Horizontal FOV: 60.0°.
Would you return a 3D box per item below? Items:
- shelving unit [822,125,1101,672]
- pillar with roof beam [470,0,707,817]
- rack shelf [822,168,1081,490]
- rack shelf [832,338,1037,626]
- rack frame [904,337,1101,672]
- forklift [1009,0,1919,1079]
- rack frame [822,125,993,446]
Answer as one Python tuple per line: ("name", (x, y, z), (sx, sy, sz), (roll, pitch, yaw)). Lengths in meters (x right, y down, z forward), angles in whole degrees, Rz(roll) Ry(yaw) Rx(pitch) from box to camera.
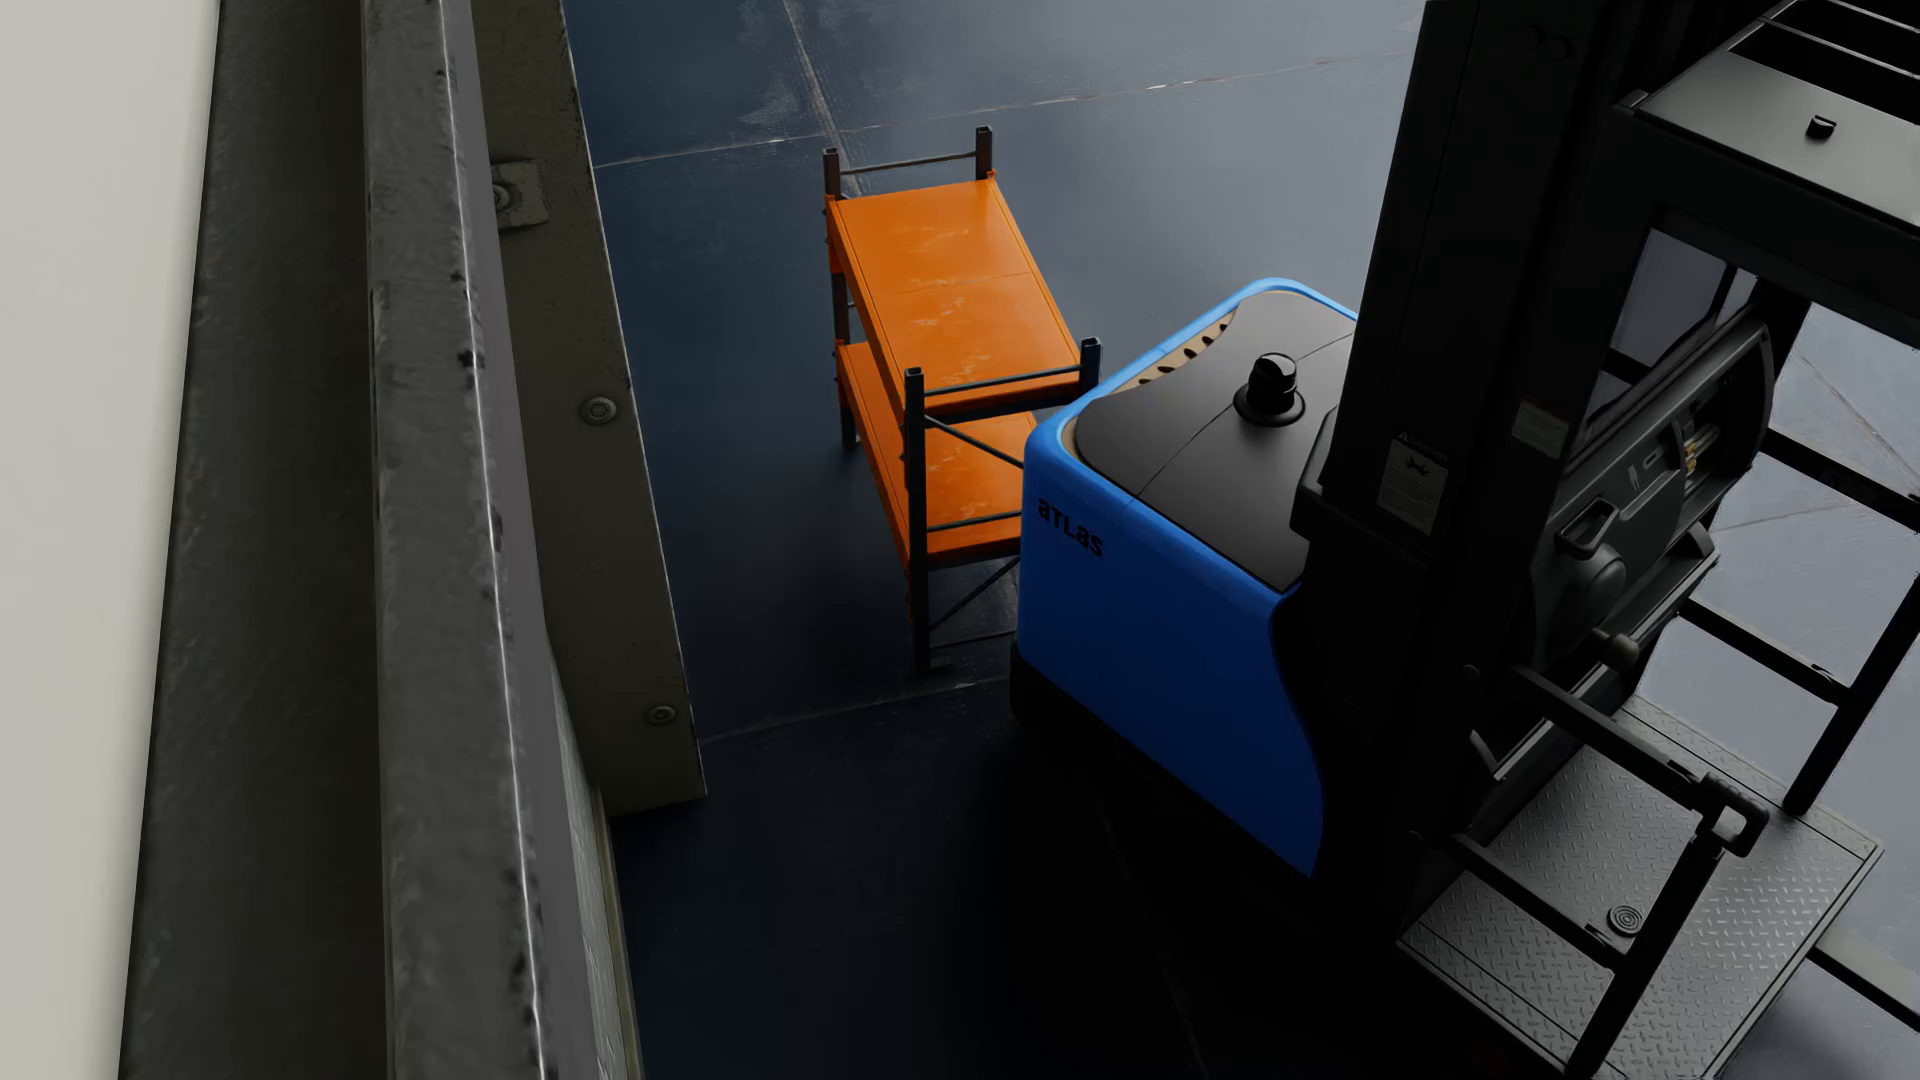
("shelving unit", (-0.021, -0.413, 4.867), (0.538, 1.125, 1.048), (-11, 47, -10))
("pillar with roof beam", (3.269, -3.344, 2.226), (9.100, 9.000, 0.400), (-11, 47, -10))
("rack shelf", (-0.021, -0.618, 4.658), (0.538, 0.278, 1.000), (-11, 47, -10))
("rack shelf", (-0.021, -0.242, 5.042), (0.538, 0.278, 1.000), (-11, 47, -10))
("rack frame", (0.108, -0.062, 4.523), (0.500, 1.125, 0.032), (-11, 47, -10))
("forklift", (1.527, -0.011, 3.208), (1.130, 2.935, 3.031), (-35, 55, -29))
("rack frame", (-0.150, -0.764, 5.211), (0.500, 1.125, 0.032), (-11, 47, -10))
